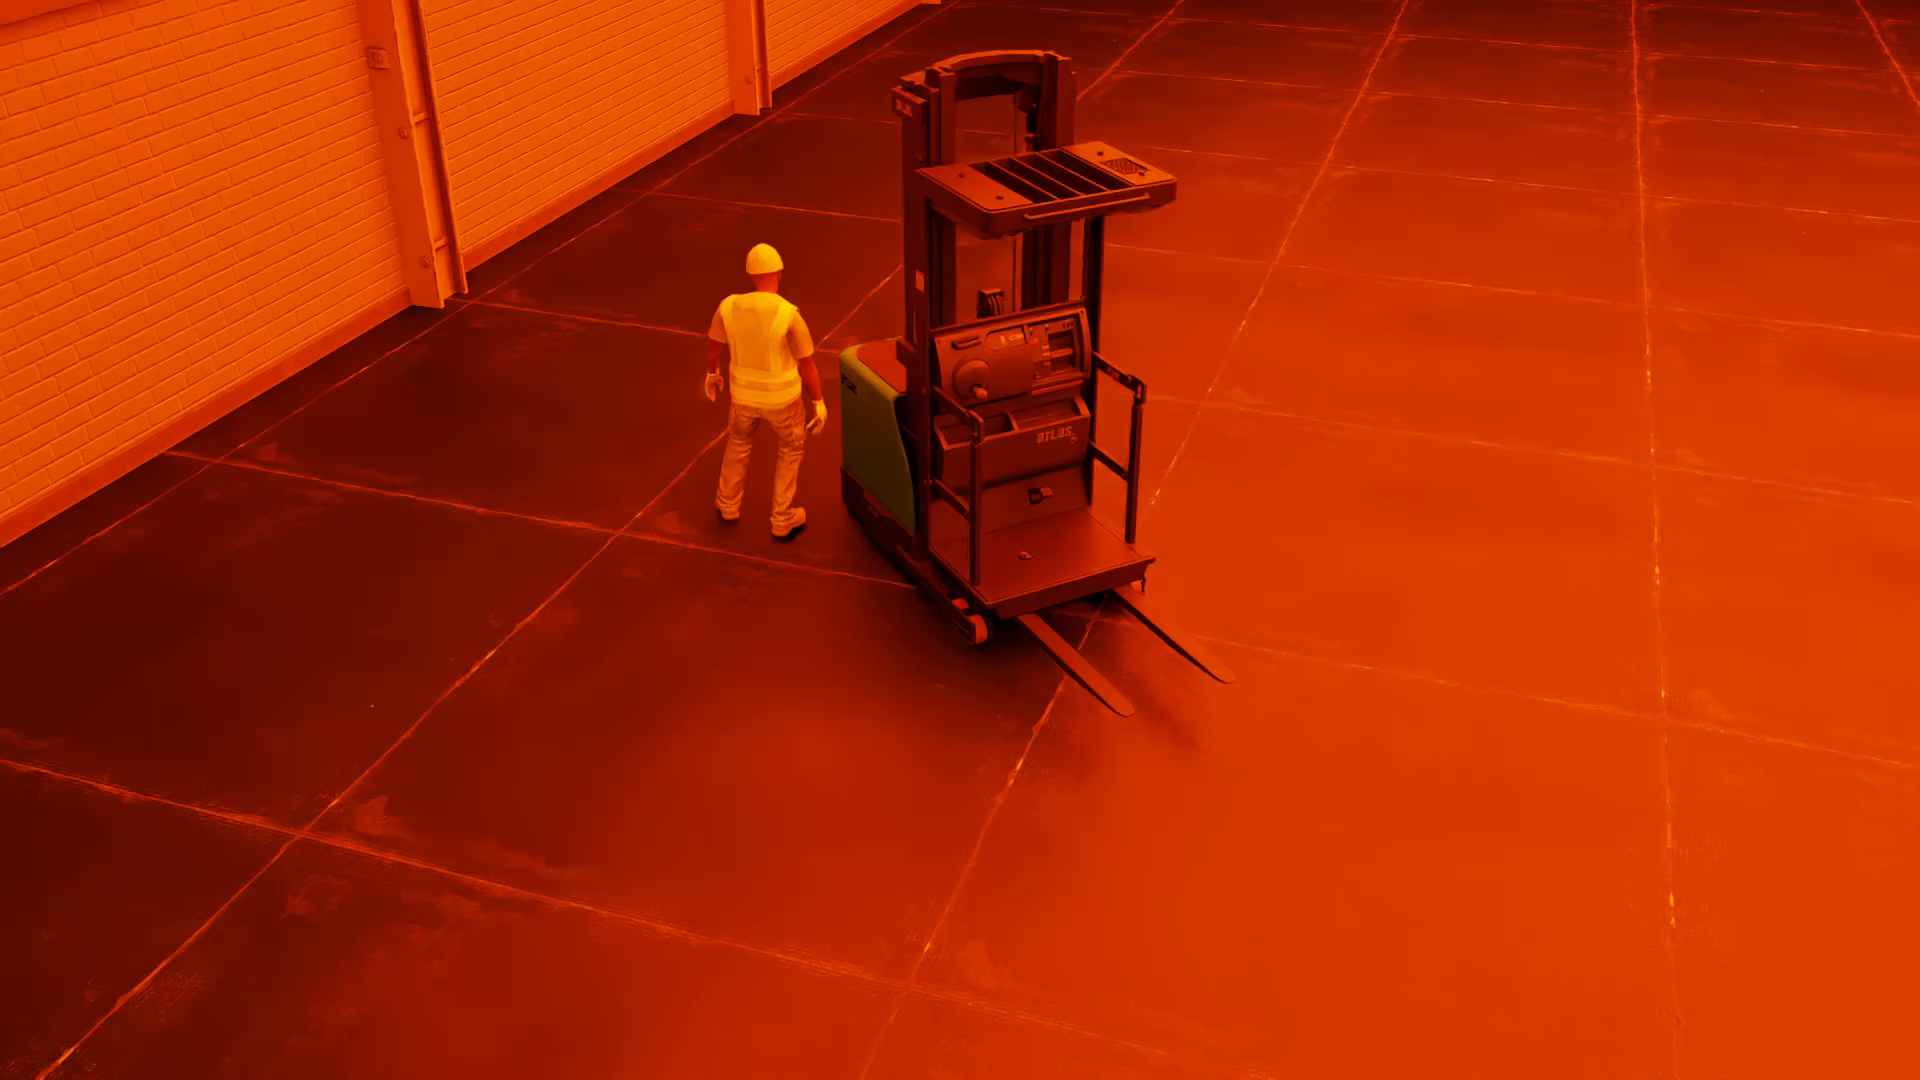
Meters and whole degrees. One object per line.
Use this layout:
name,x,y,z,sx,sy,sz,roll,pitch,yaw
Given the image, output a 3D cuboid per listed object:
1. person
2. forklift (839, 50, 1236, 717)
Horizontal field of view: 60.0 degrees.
person,-1.144,-0.885,9.803,0.851,1.751,0.424,10,31,17
forklift,0.393,-0.955,8.812,1.130,2.935,3.031,-15,33,-24
